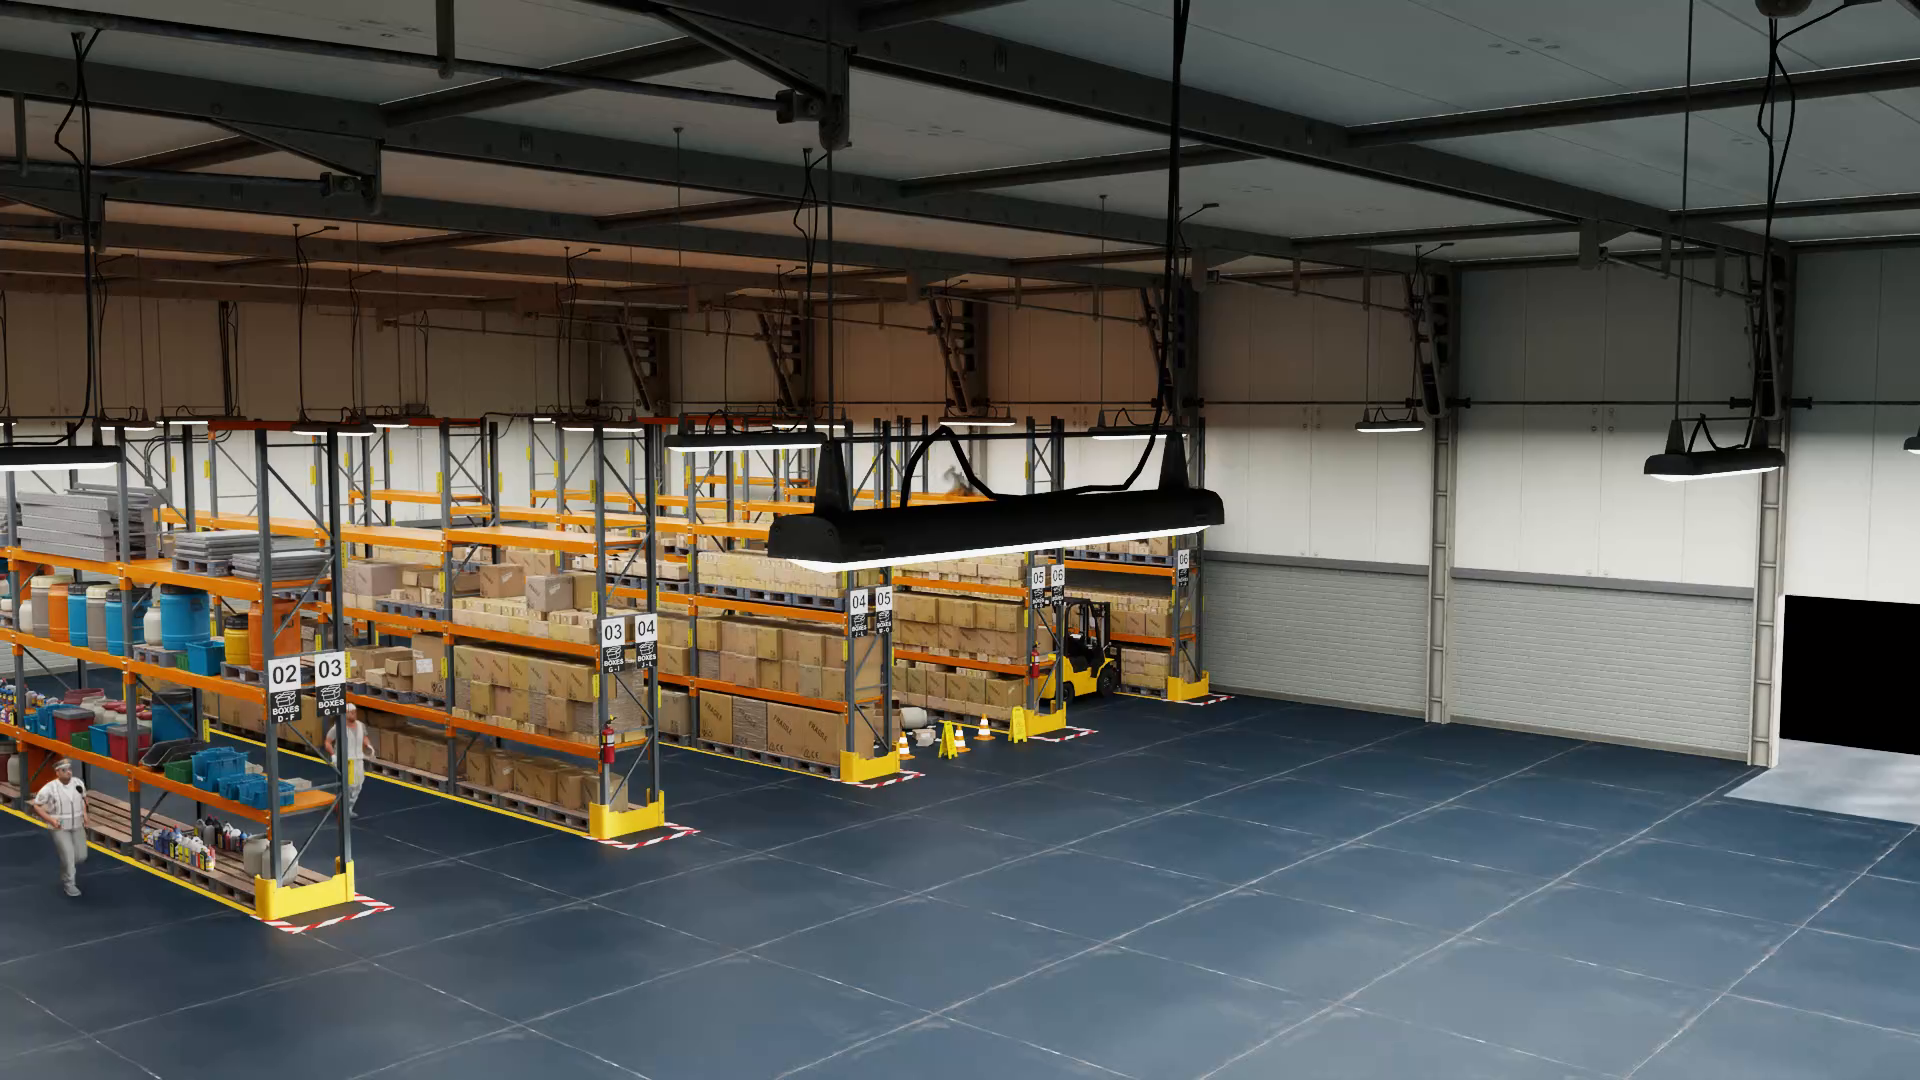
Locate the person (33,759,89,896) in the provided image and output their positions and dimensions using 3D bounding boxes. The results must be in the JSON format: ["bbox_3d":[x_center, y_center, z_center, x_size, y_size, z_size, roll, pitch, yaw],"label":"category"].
[{"bbox_3d":[-11.570,3.681,21.456,0.641,1.756,0.672,3,6,35],"label":"person"}]

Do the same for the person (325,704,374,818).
[{"bbox_3d":[-9.233,3.354,25.281,0.583,1.749,0.668,3,6,32],"label":"person"}]

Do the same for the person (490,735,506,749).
[{"bbox_3d":[-8.222,2.953,30.045,0.650,1.758,0.649,4,6,37],"label":"person"}]
